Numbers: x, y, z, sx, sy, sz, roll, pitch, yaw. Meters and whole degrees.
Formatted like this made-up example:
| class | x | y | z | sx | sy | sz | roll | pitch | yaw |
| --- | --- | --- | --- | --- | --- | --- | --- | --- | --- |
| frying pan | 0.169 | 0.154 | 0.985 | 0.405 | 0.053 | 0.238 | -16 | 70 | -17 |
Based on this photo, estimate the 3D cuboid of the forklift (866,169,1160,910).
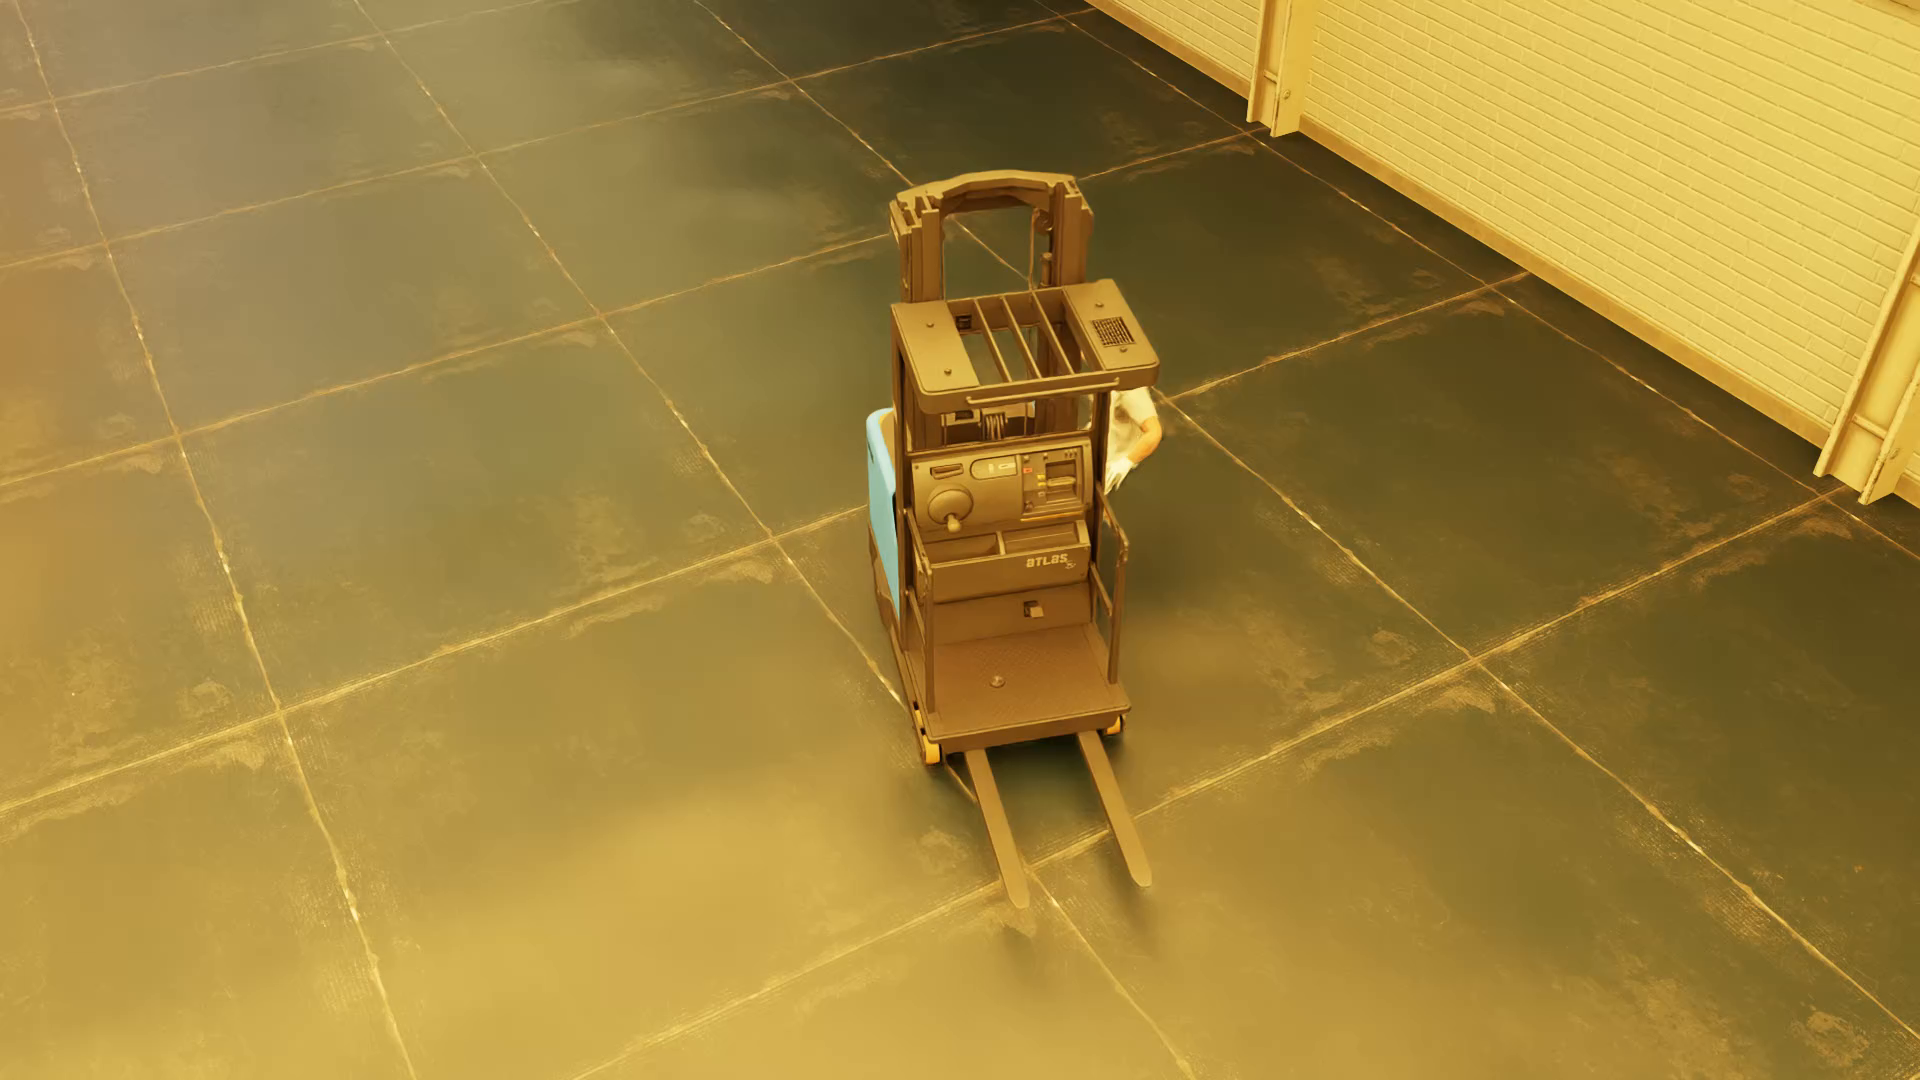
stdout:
| class | x | y | z | sx | sy | sz | roll | pitch | yaw |
| --- | --- | --- | --- | --- | --- | --- | --- | --- | --- |
| forklift | 0.268 | -0.197 | 8.274 | 1.130 | 2.935 | 3.031 | -8 | 40 | -10 |

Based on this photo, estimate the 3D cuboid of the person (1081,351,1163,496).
| class | x | y | z | sx | sy | sz | roll | pitch | yaw |
| --- | --- | --- | --- | --- | --- | --- | --- | --- | --- |
| person | 0.673 | -0.492 | 9.662 | 0.829 | 1.629 | 1.105 | -13 | 41 | -15 |
